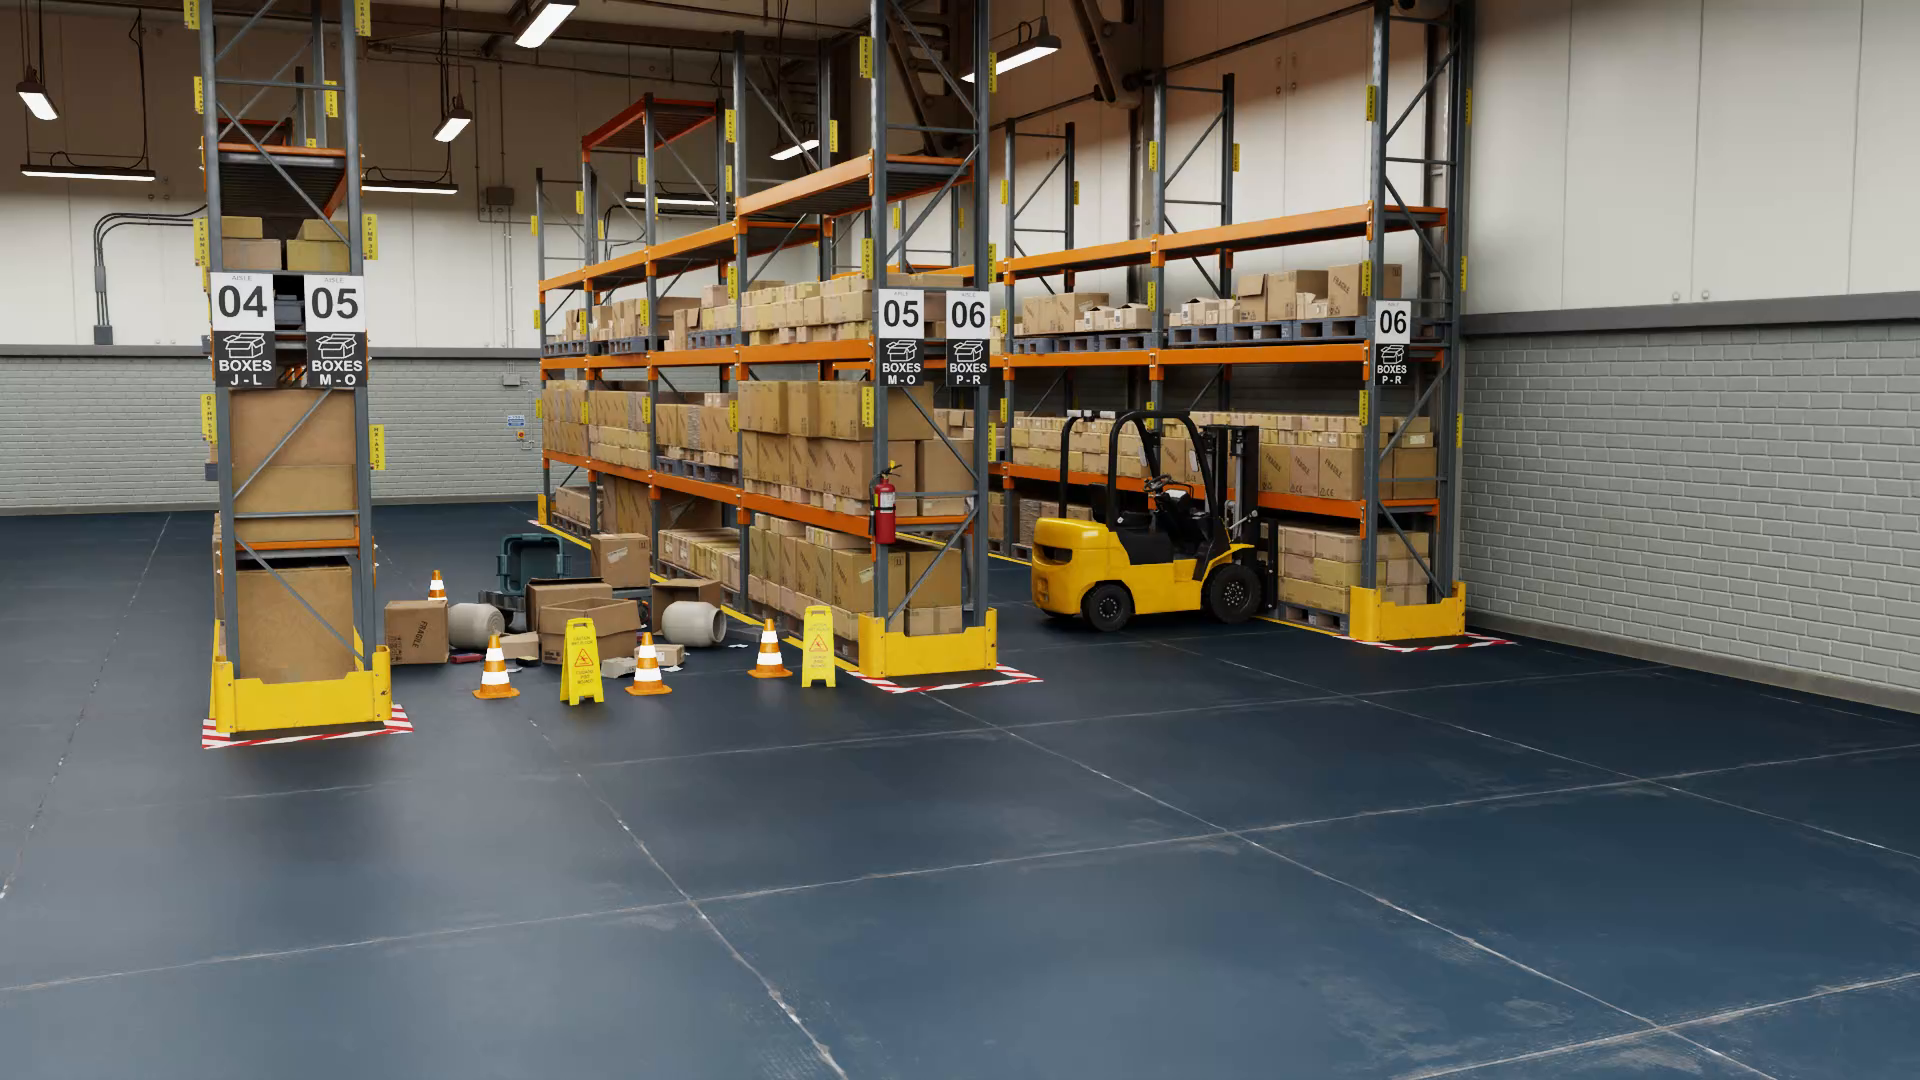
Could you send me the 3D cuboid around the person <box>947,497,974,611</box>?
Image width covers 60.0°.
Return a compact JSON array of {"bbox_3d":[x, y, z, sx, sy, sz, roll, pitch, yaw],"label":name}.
[{"bbox_3d":[0.026,-0.097,17.798,0.474,1.702,0.522,4,7,33],"label":"person"}]
